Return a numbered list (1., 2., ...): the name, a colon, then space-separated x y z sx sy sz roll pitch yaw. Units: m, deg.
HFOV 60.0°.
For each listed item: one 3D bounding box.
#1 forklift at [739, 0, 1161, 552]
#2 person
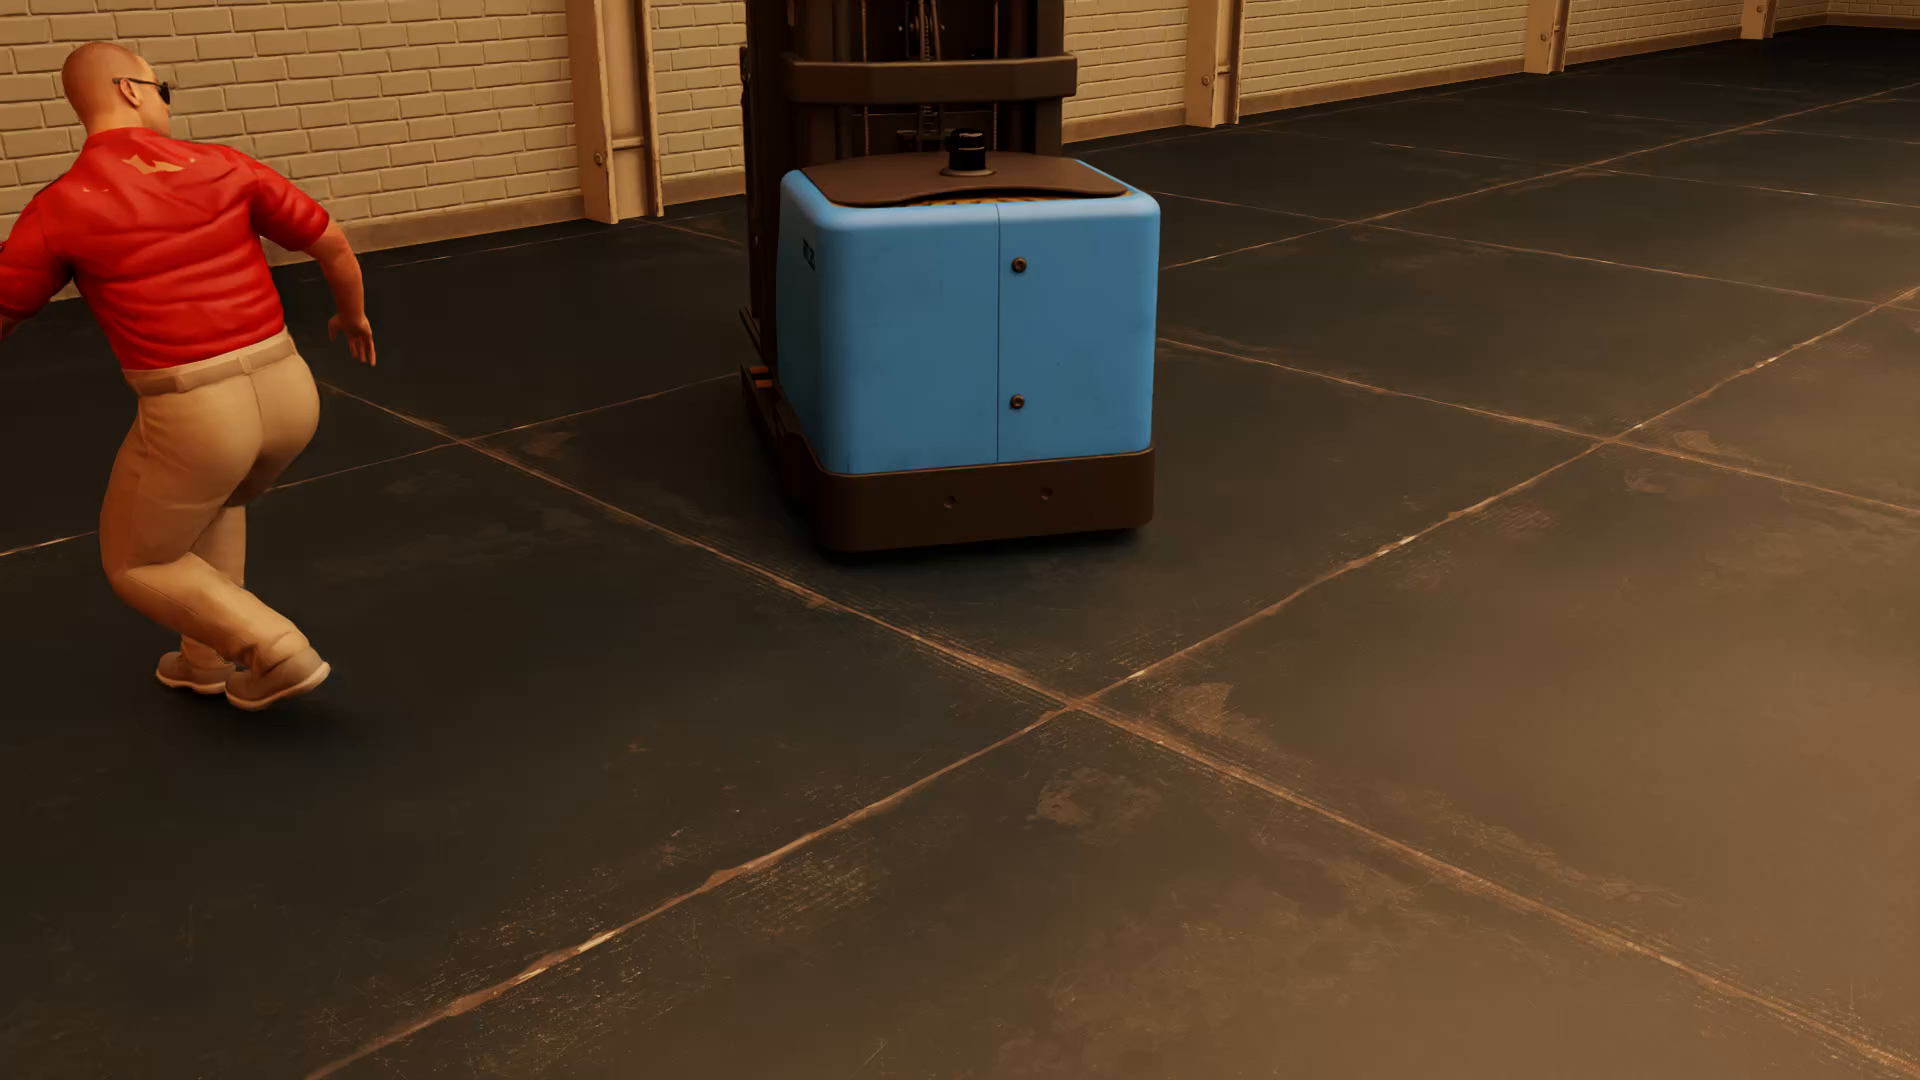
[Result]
1. forklift: -0.240 -1.838 5.884 1.130 2.935 3.031 -5 22 -13
2. person: -1.836 -0.373 4.007 0.864 1.604 0.886 15 26 34
